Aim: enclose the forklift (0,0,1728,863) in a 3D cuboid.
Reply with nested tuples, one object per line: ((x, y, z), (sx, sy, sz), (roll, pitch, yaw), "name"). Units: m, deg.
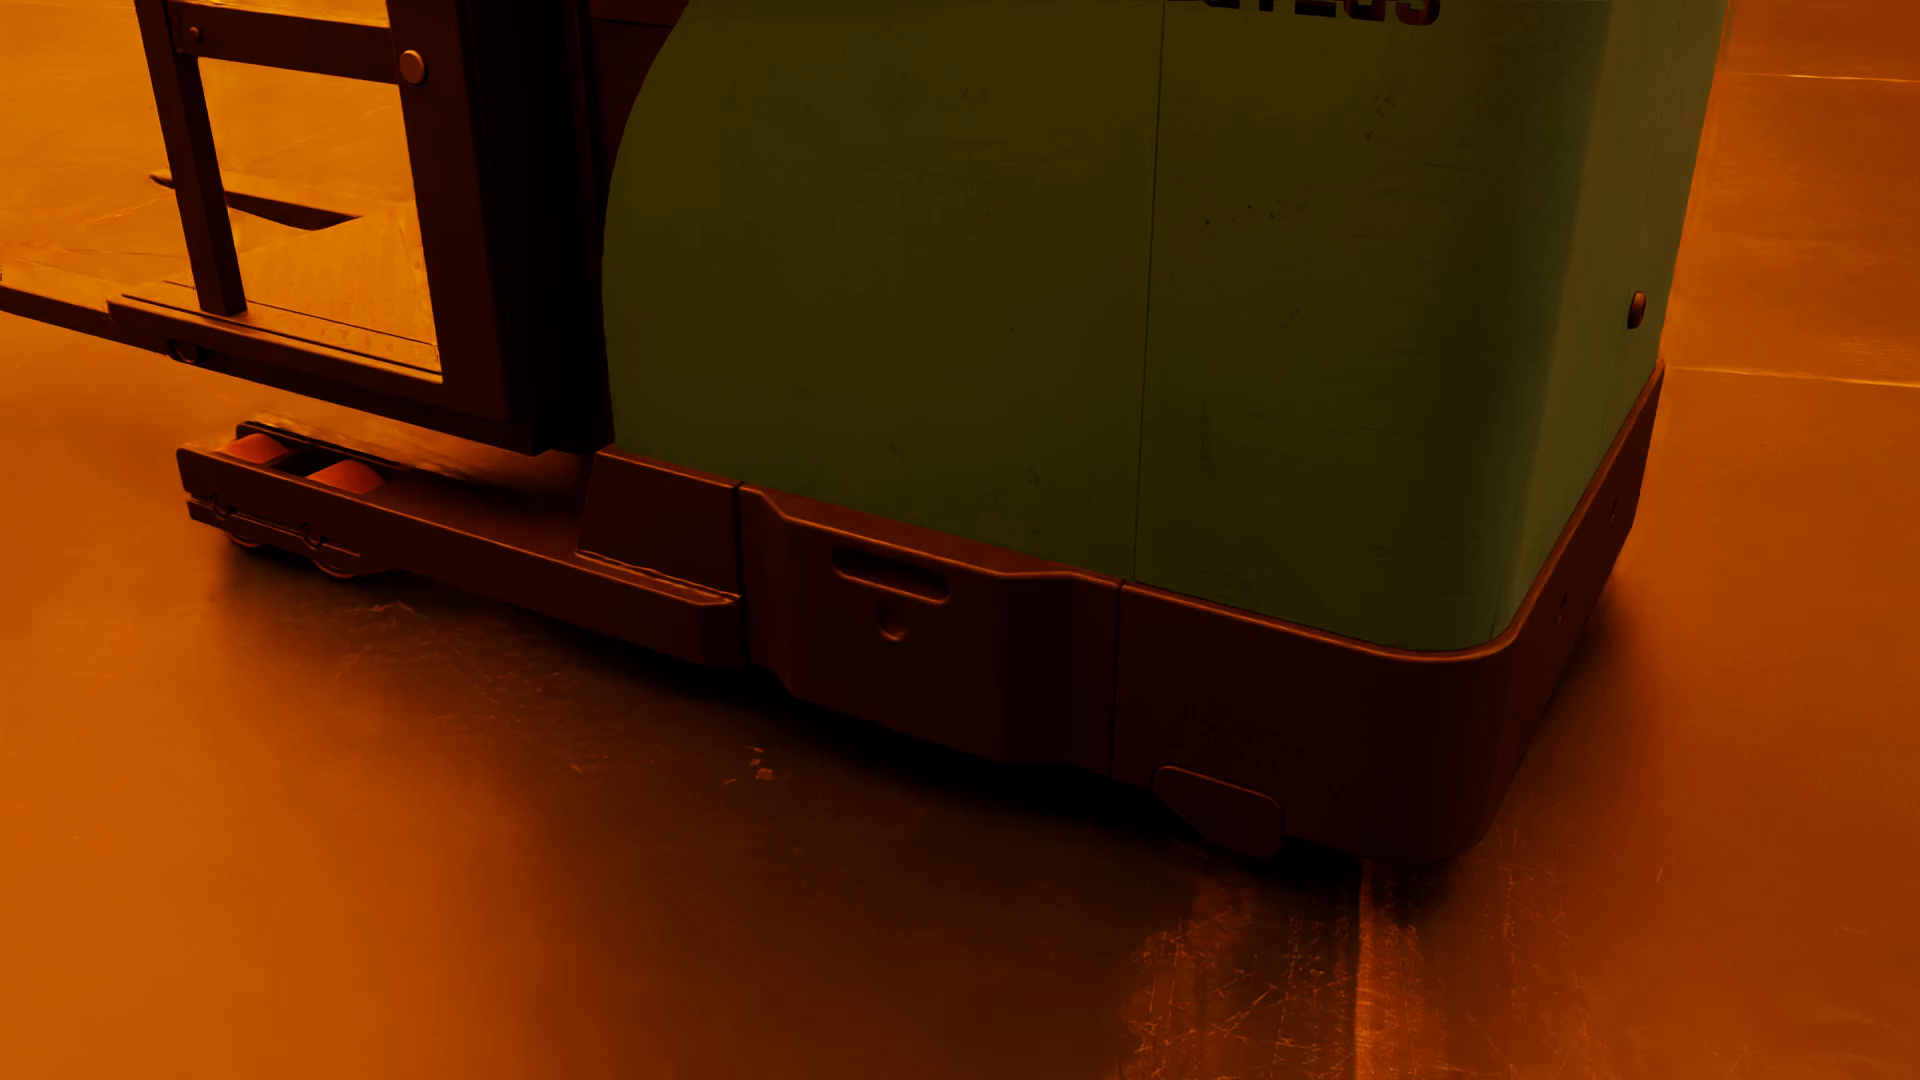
((-0.558, -1.443, 2.106), (3.031, 2.935, 1.130), (15, 30, 26), "forklift")
